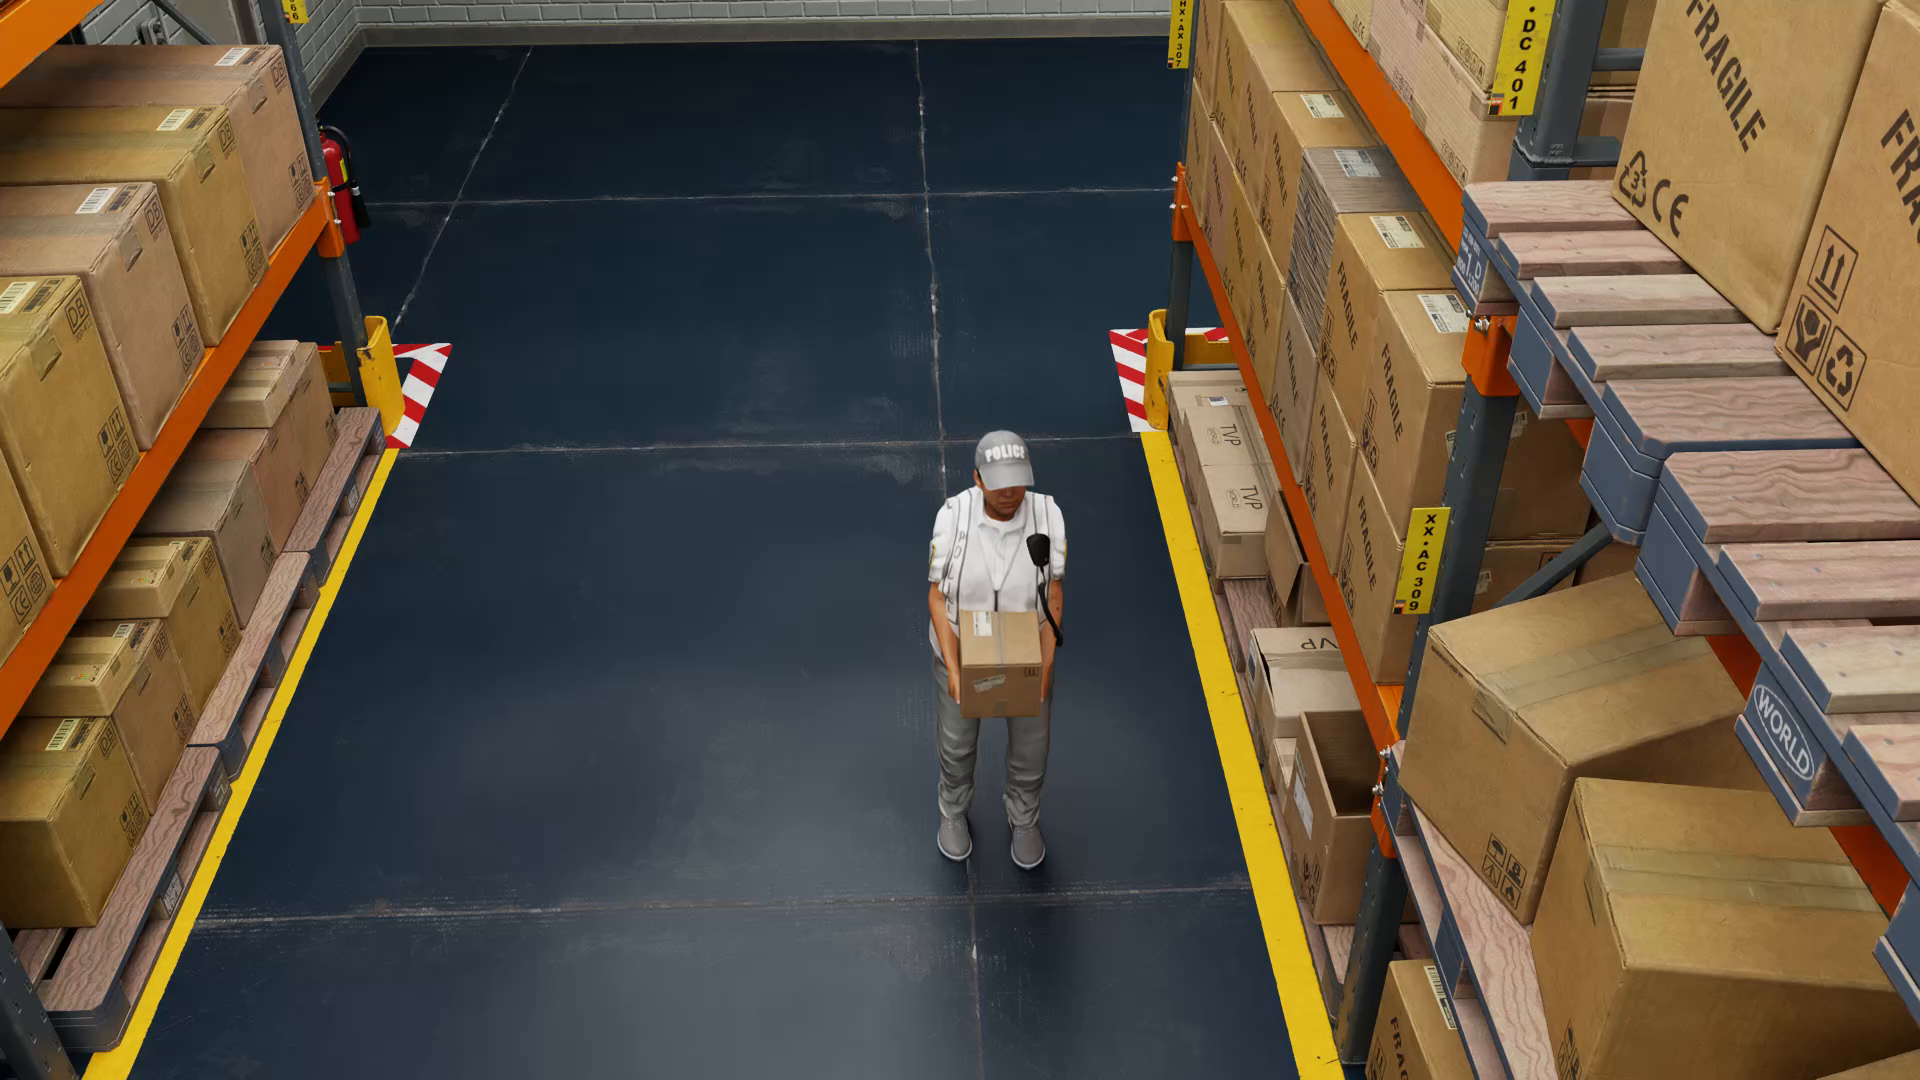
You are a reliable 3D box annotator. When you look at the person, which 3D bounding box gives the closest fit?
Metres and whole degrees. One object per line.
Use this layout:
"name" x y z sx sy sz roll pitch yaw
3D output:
"person" 0.124 0.416 5.570 0.455 1.656 0.535 -1 35 -2
